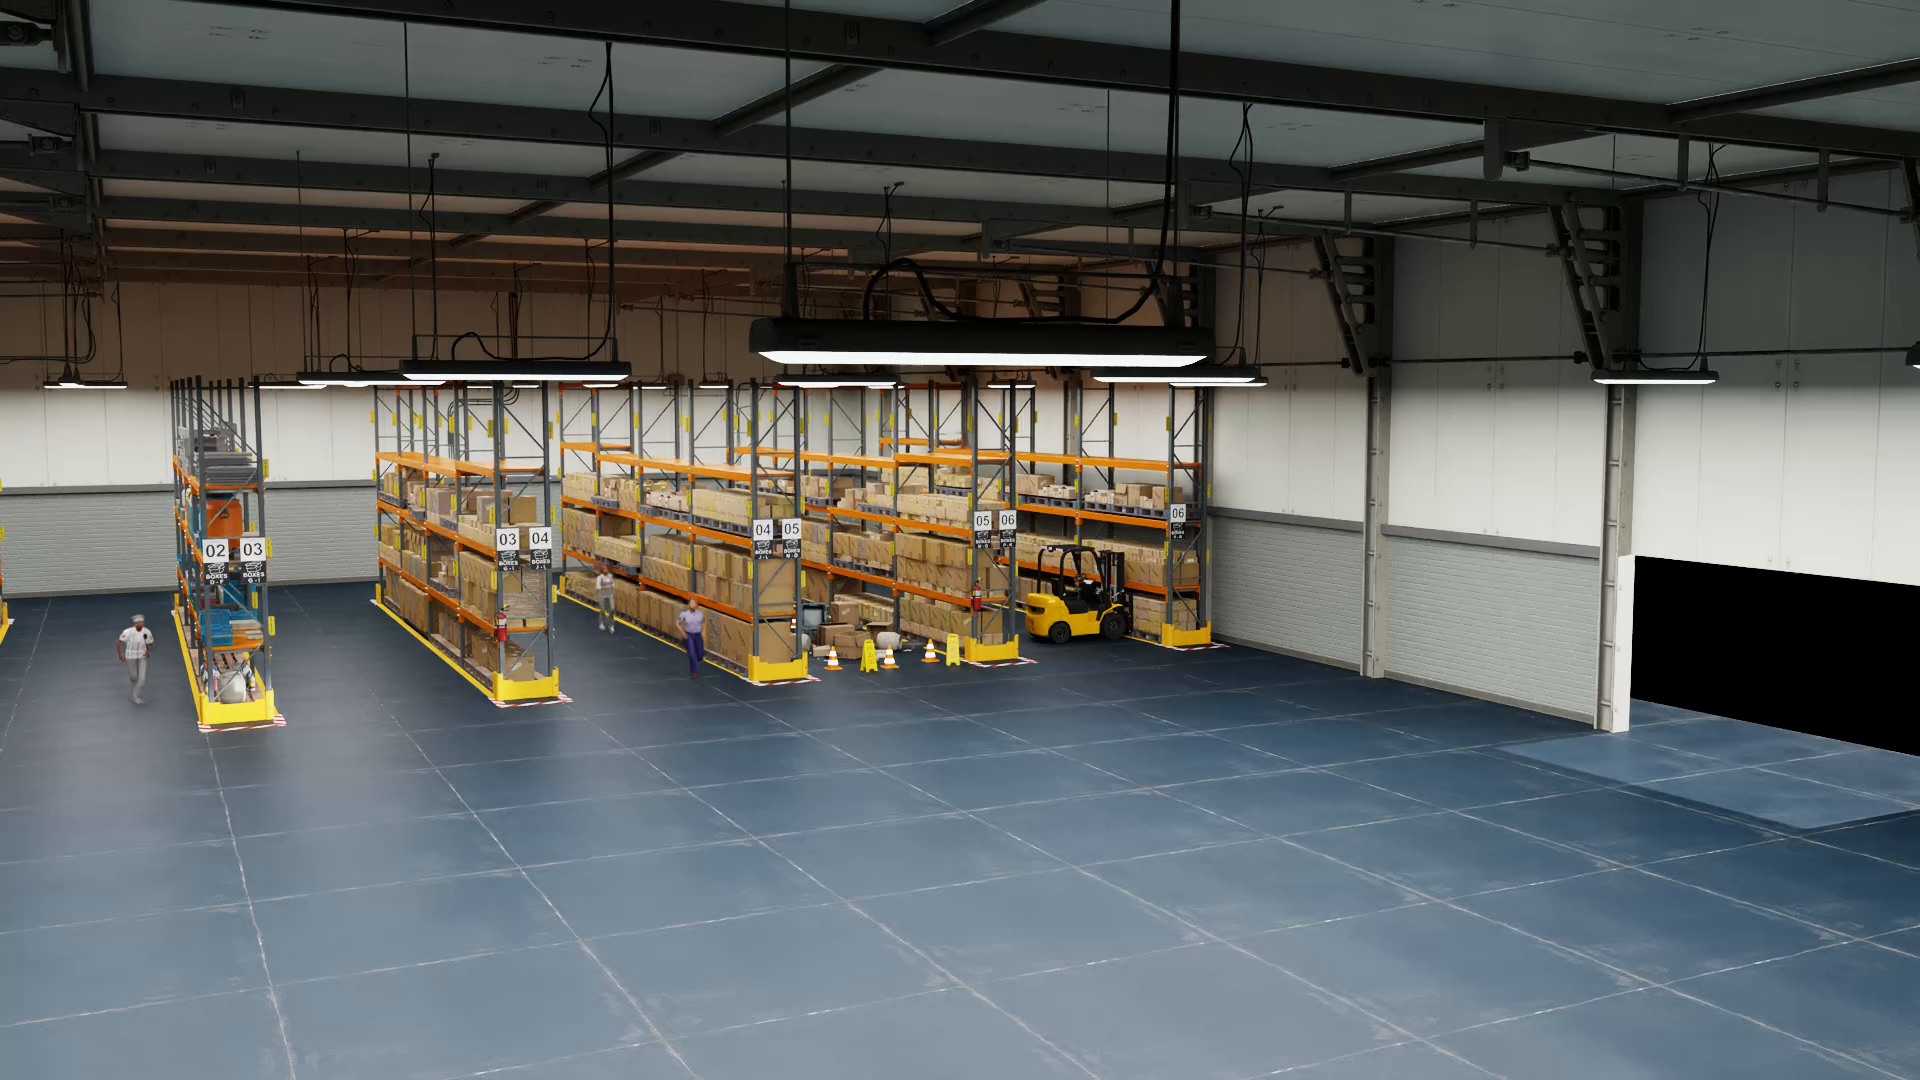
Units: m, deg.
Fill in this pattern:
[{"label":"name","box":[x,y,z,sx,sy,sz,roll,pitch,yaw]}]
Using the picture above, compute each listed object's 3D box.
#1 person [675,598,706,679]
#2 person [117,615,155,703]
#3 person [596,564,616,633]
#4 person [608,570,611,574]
[{"label":"person","box":[-5.380,1.969,33.360,0.643,1.588,0.670,-3,6,-31]},{"label":"person","box":[-15.242,2.189,30.784,0.611,1.653,0.664,-3,6,-33]},{"label":"person","box":[-8.441,1.394,39.678,0.504,1.638,0.711,-3,6,-28]},{"label":"person","box":[-10.194,0.503,48.755,0.969,1.741,0.718,1,5,14]}]
